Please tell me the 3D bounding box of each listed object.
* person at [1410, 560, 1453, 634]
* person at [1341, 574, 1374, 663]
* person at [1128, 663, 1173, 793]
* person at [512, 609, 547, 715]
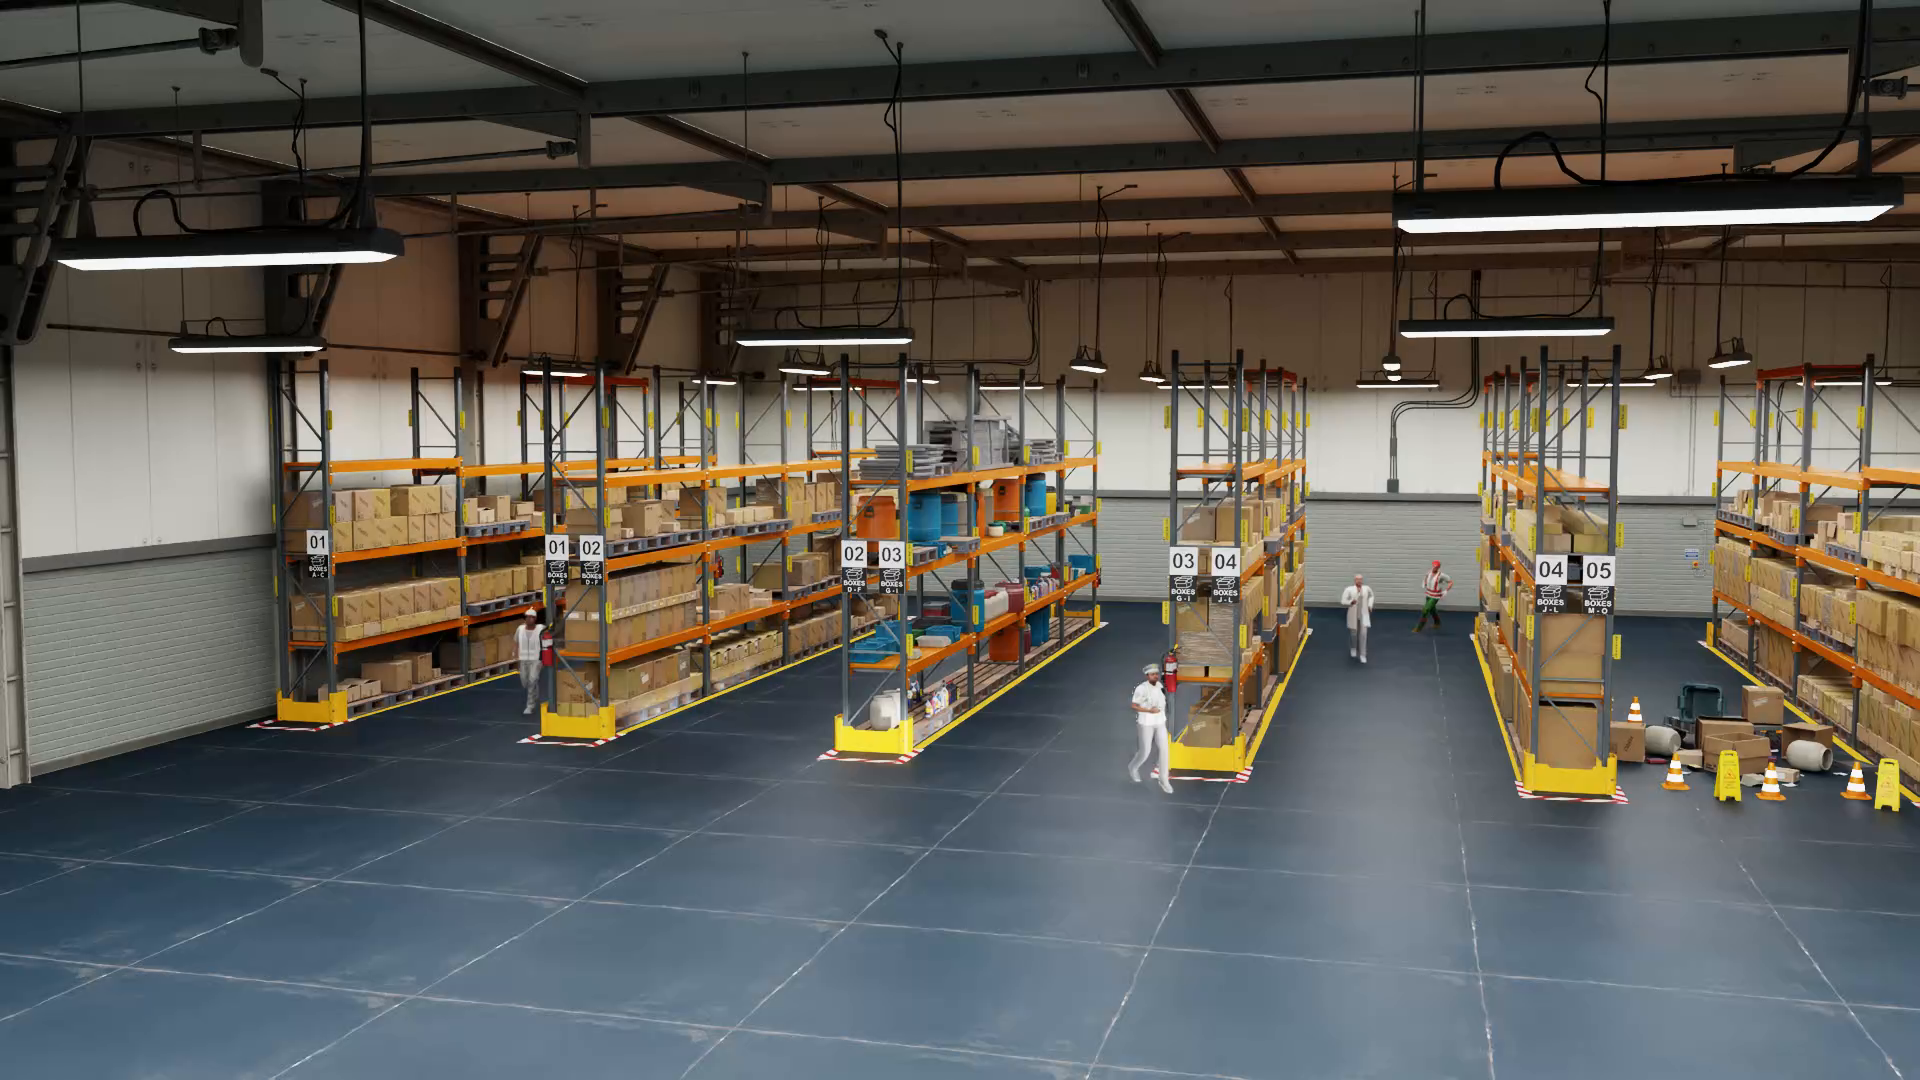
[{"bbox_3d":[11.085,1.335,38.944,0.946,1.755,0.761,-2,5,-27],"label":"person"},{"bbox_3d":[8.257,1.601,34.496,0.701,1.784,1.034,0,4,6],"label":"person"},{"bbox_3d":[2.587,2.526,22.642,0.587,1.725,0.828,-2,4,-24],"label":"person"},{"bbox_3d":[-7.366,2.076,28.663,0.694,1.780,0.841,0,4,4],"label":"person"}]
